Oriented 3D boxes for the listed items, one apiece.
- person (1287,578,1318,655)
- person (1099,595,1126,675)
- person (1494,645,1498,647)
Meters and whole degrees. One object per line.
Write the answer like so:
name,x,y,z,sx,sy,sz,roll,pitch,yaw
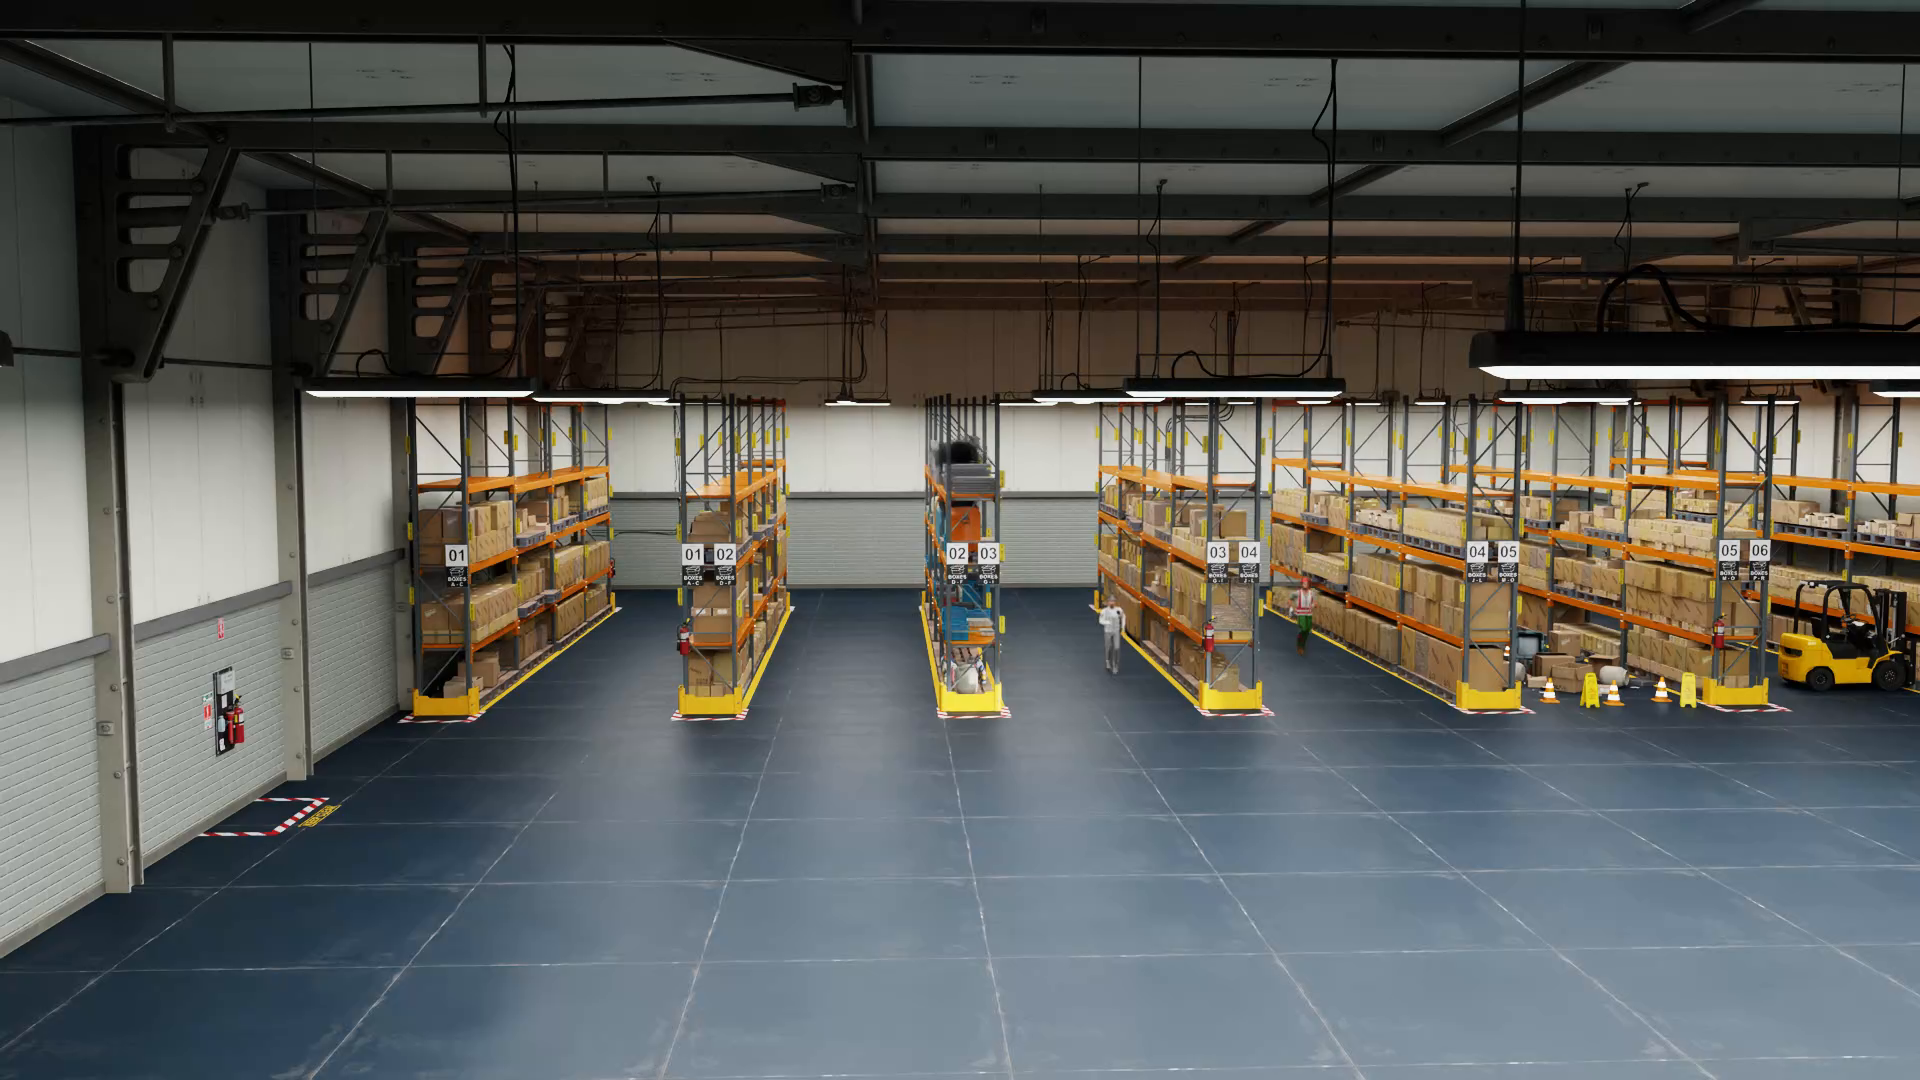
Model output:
person,8.015,1.773,38.692,0.639,1.783,0.703,-1,5,-14
person,3.306,2.037,36.034,0.588,1.739,0.810,0,5,2
person,12.472,1.722,39.647,0.699,1.750,0.999,-1,5,-15
